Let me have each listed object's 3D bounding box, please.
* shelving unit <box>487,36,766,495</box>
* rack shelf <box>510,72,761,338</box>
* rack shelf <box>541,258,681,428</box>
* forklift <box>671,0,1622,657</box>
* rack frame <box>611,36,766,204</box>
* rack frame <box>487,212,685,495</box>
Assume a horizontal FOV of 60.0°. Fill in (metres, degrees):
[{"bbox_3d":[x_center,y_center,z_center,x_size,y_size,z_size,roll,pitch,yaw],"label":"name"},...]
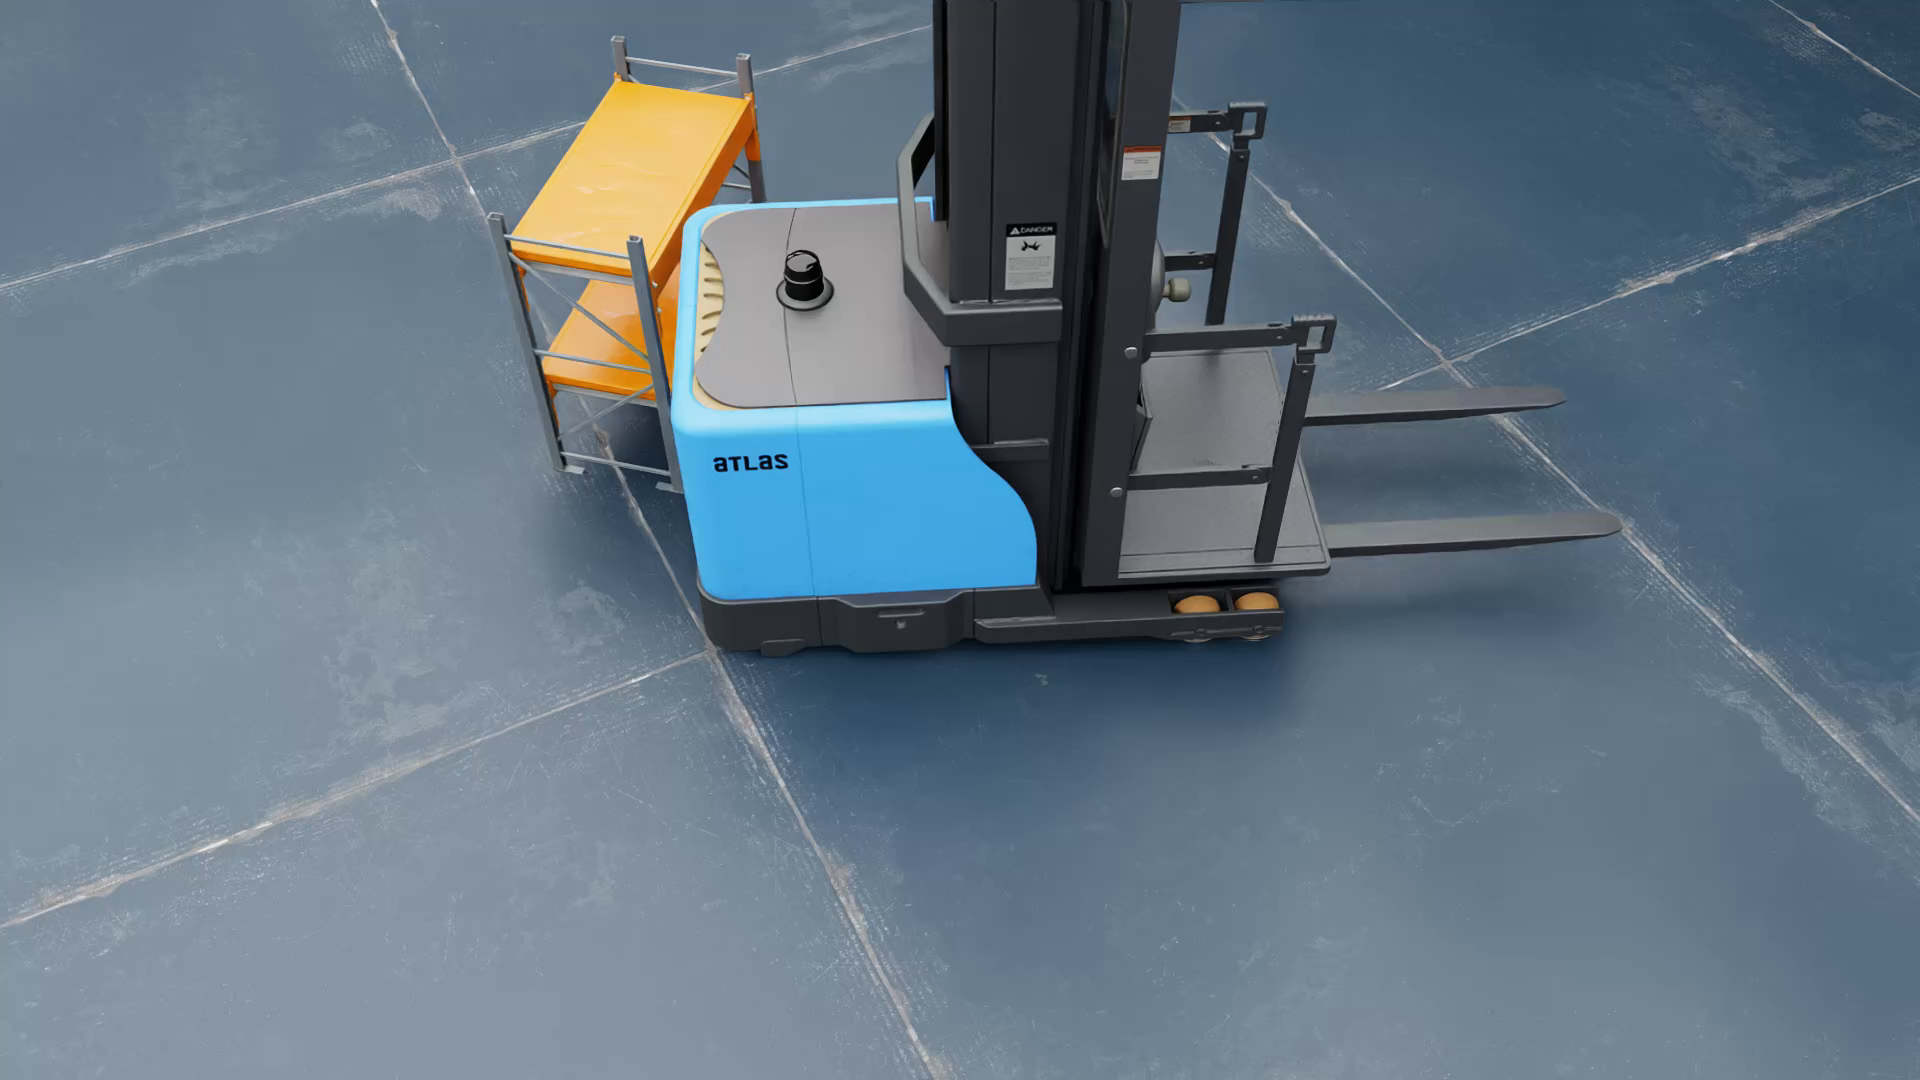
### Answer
[{"bbox_3d":[-1.090,-0.959,5.842,0.538,1.125,1.048,11,50,9],"label":"shelving unit"},{"bbox_3d":[-1.090,-1.152,5.621,0.538,0.278,1.000,11,50,9],"label":"rack shelf"},{"bbox_3d":[-1.090,-0.798,6.026,0.538,0.278,1.000,11,50,9],"label":"rack shelf"},{"bbox_3d":[0.654,-1.027,4.701,3.031,2.935,1.130,-3,49,-3],"label":"forklift"},{"bbox_3d":[-0.967,-1.330,6.166,0.500,1.125,0.032,11,50,9],"label":"rack frame"},{"bbox_3d":[-1.213,-0.588,5.517,0.500,1.125,0.032,11,50,9],"label":"rack frame"}]
